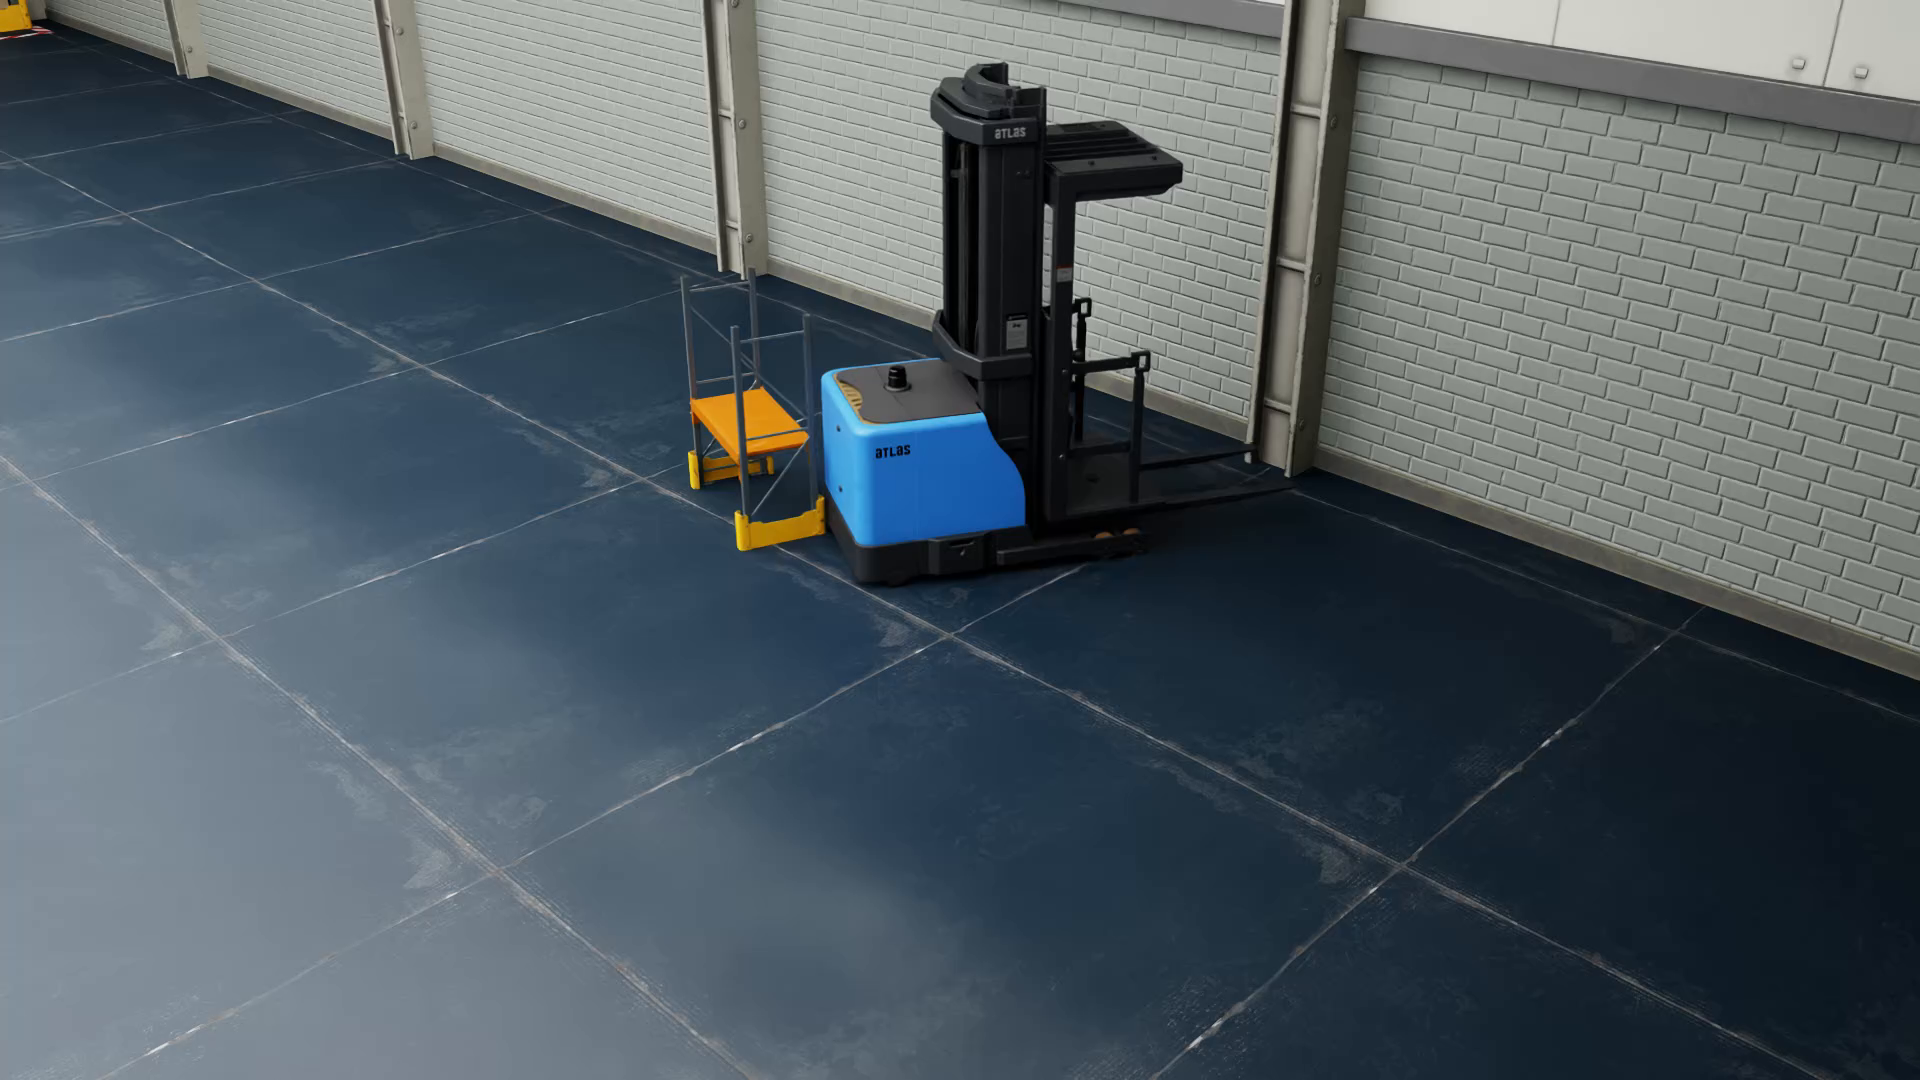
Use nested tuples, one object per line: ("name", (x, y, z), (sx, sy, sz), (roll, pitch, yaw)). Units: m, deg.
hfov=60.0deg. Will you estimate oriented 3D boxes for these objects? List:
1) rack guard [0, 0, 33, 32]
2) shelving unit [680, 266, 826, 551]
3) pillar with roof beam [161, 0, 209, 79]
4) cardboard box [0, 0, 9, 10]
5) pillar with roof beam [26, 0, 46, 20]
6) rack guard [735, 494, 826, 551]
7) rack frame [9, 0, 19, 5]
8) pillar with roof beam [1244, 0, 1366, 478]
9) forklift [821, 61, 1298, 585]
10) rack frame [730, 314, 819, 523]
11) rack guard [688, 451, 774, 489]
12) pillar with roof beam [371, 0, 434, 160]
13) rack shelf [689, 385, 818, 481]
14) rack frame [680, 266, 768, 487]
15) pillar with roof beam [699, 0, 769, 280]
("rack guard", (-14.967, -8.065, 25.544), (0.348, 0.500, 1.175), (25, 36, 38))
("shelving unit", (-1.364, -0.875, 10.796), (0.587, 1.500, 1.083), (-12, 30, -22))
("pillar with roof beam", (-13.588, -8.974, 18.142), (0.400, 9.000, 9.100), (25, 36, 38))
("cardboard box", (-15.197, -8.373, 25.948), (0.500, 0.250, 0.500), (25, 37, 39))
("pillar with roof beam", (-17.867, -10.932, 21.865), (0.400, 9.000, 9.100), (25, 36, 38))
("rack guard", (-1.151, -0.112, 10.688), (0.587, 0.250, 0.087), (-12, 30, -22))
("rack frame", (-14.984, -9.179, 24.977), (0.127, 3.000, 1.000), (25, 36, 38))
("pillar with roof beam", (-0.753, -3.101, 6.972), (0.400, 9.000, 9.100), (25, 36, 38))
("forklift", (0.686, -1.404, 10.264), (3.031, 2.935, 1.130), (-8, 29, -15))
("rack frame", (-1.142, -0.657, 10.382), (0.500, 1.500, 0.032), (-12, 30, -22))
("rack guard", (-1.577, -0.531, 11.485), (0.587, 0.250, 0.087), (-12, 30, -22))
("pillar with roof beam", (-9.310, -7.017, 14.418), (0.400, 9.000, 9.100), (25, 36, 38))
("rack shelf", (-1.360, -0.712, 10.872), (0.538, 0.185, 1.000), (-12, 30, -22))
("rack frame", (-1.578, -1.085, 11.195), (0.500, 1.500, 0.032), (-12, 30, -22))
("pillar with roof beam", (-5.031, -5.059, 10.695), (0.400, 9.000, 9.100), (25, 36, 38))
